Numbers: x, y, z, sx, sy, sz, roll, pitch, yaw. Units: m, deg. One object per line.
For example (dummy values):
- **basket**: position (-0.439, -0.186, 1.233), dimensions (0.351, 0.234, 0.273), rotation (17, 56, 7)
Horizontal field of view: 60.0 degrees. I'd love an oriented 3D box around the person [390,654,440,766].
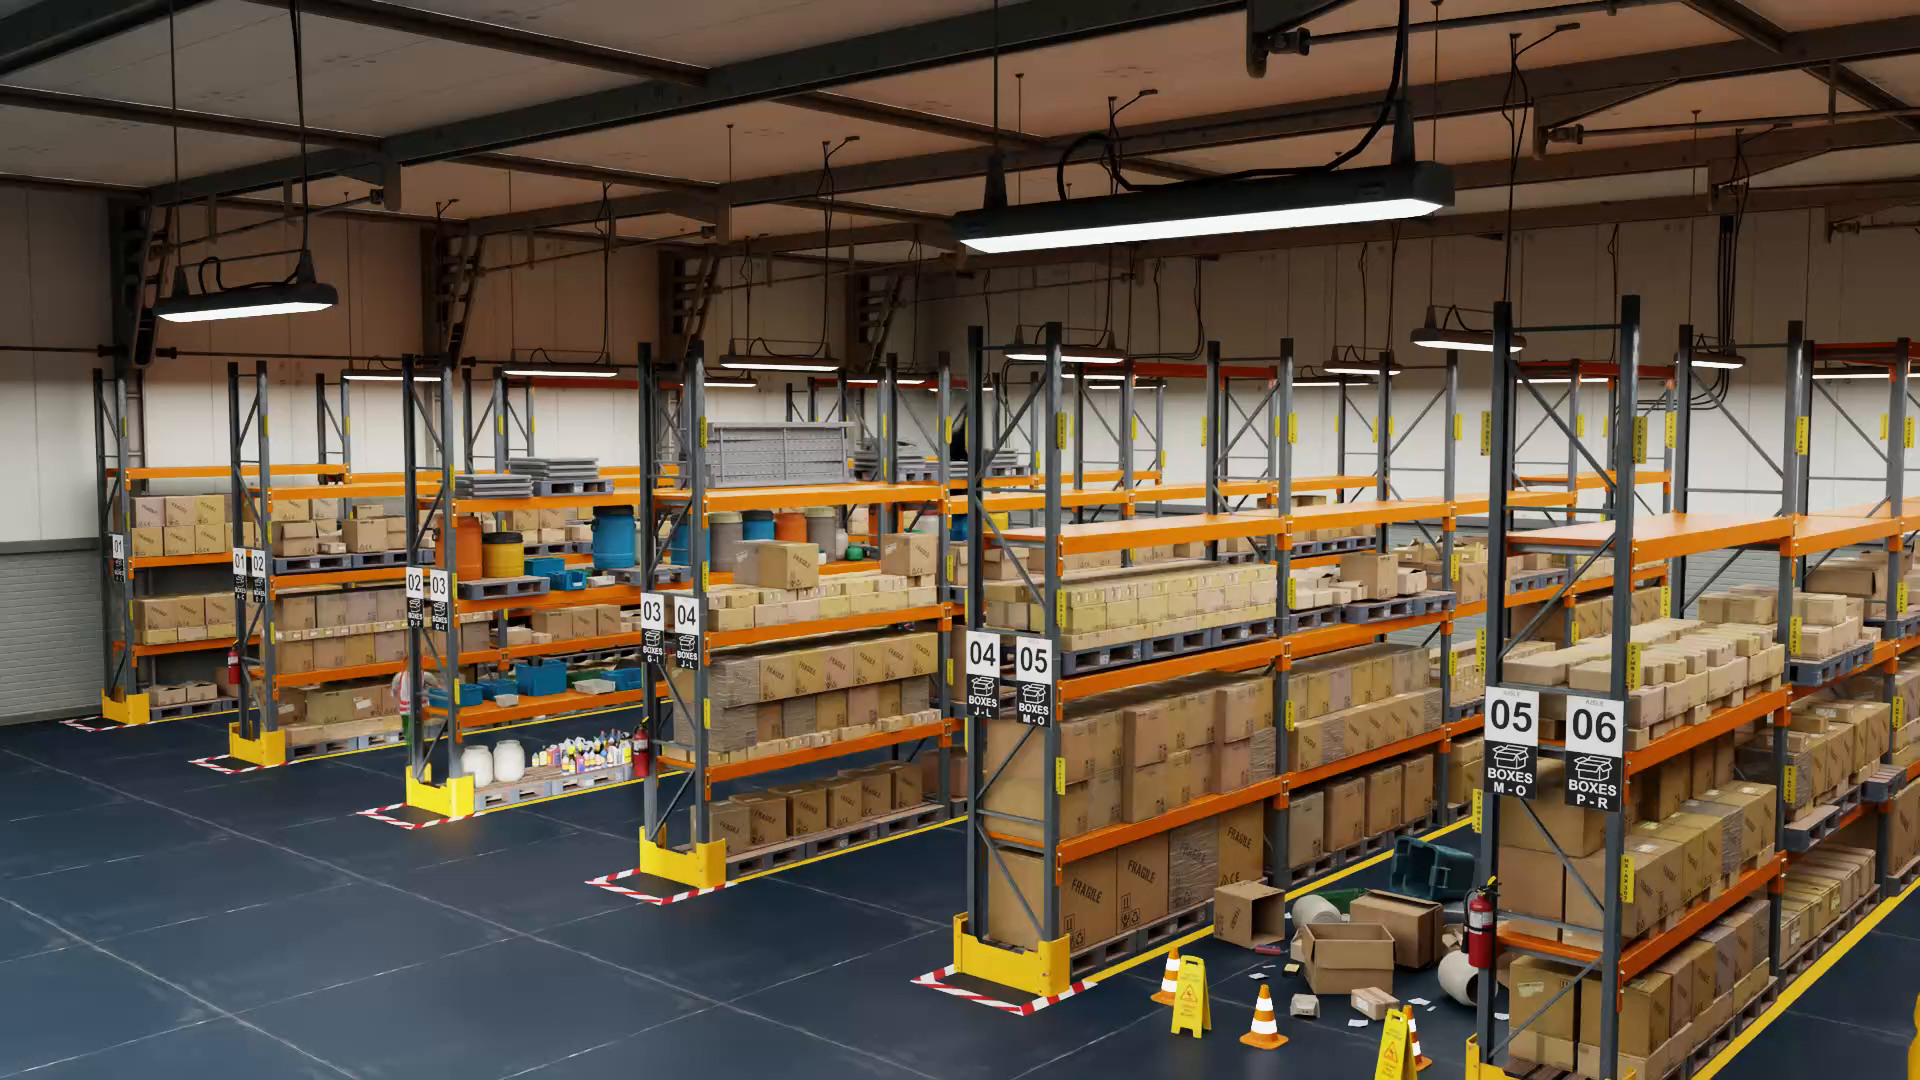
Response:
- **person**: position (-7.863, 2.526, 23.876), dimensions (0.616, 1.851, 0.792), rotation (1, 4, 11)
